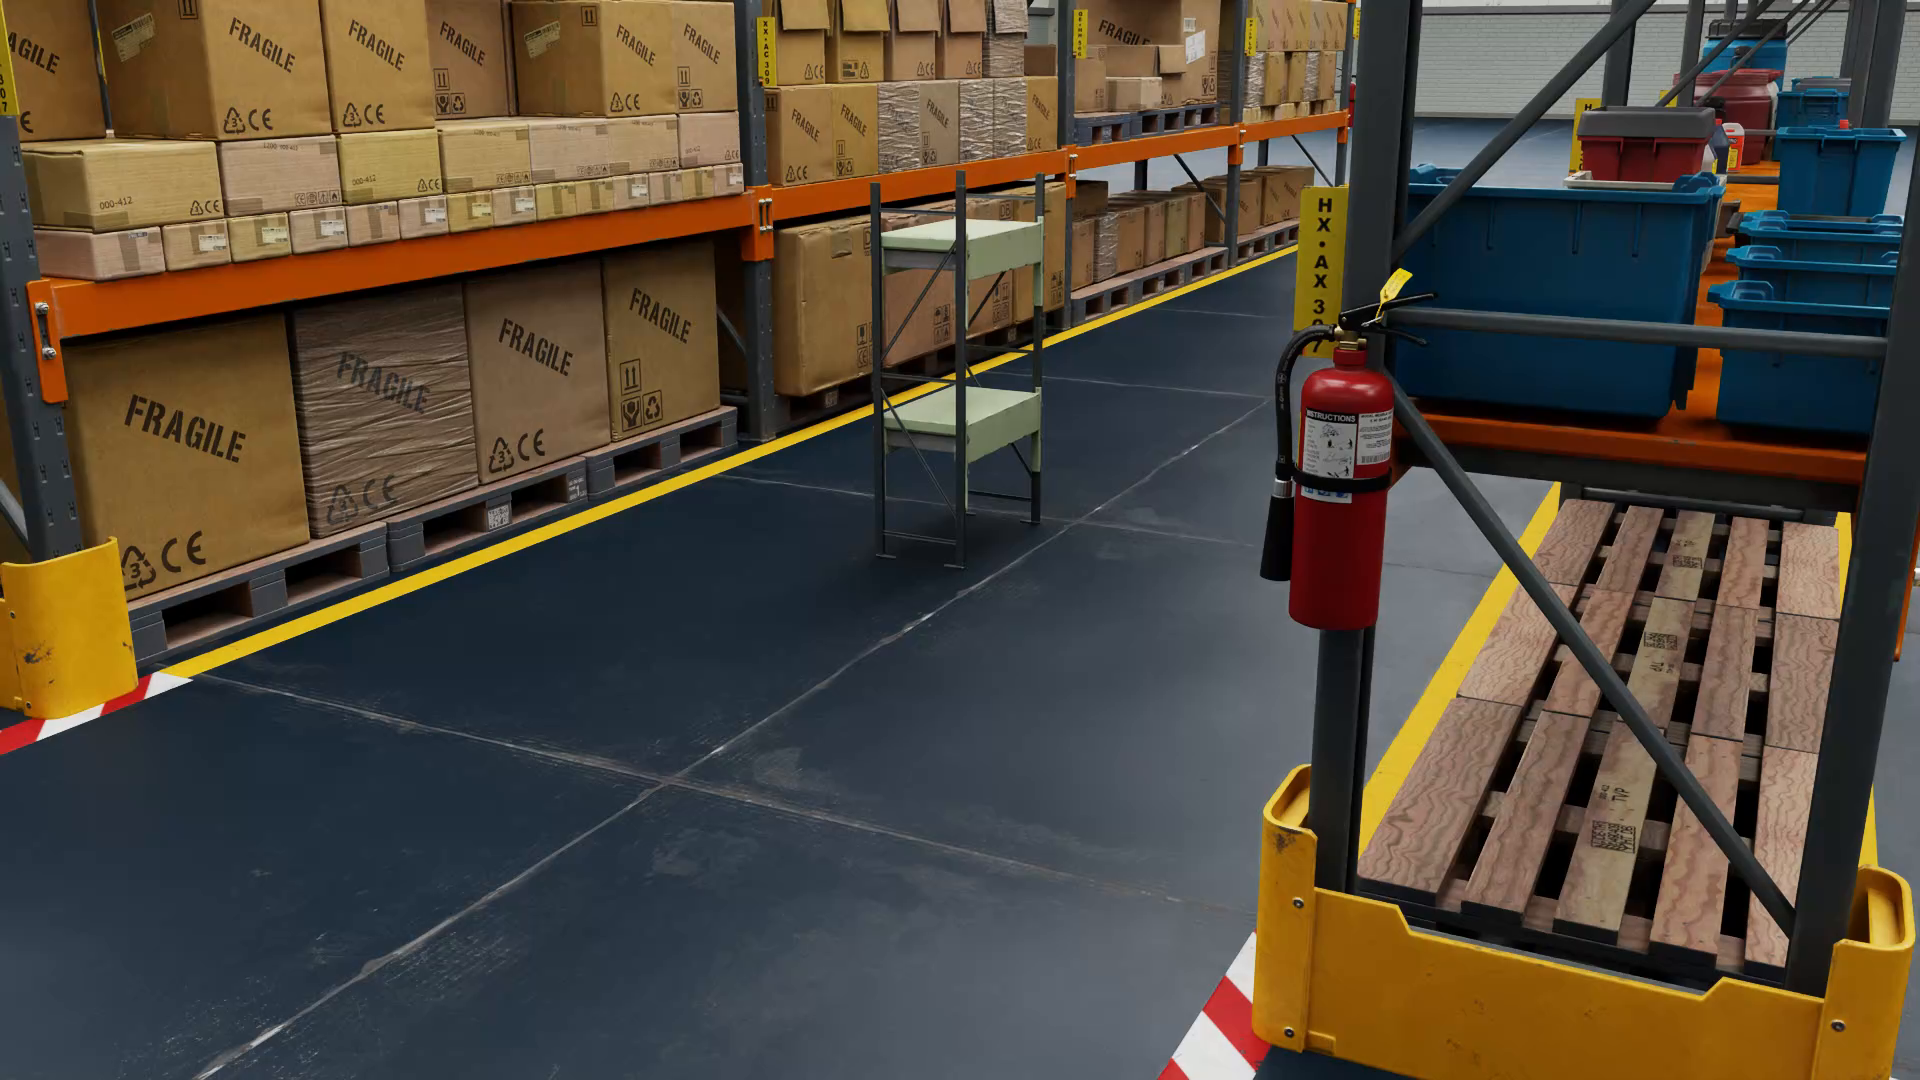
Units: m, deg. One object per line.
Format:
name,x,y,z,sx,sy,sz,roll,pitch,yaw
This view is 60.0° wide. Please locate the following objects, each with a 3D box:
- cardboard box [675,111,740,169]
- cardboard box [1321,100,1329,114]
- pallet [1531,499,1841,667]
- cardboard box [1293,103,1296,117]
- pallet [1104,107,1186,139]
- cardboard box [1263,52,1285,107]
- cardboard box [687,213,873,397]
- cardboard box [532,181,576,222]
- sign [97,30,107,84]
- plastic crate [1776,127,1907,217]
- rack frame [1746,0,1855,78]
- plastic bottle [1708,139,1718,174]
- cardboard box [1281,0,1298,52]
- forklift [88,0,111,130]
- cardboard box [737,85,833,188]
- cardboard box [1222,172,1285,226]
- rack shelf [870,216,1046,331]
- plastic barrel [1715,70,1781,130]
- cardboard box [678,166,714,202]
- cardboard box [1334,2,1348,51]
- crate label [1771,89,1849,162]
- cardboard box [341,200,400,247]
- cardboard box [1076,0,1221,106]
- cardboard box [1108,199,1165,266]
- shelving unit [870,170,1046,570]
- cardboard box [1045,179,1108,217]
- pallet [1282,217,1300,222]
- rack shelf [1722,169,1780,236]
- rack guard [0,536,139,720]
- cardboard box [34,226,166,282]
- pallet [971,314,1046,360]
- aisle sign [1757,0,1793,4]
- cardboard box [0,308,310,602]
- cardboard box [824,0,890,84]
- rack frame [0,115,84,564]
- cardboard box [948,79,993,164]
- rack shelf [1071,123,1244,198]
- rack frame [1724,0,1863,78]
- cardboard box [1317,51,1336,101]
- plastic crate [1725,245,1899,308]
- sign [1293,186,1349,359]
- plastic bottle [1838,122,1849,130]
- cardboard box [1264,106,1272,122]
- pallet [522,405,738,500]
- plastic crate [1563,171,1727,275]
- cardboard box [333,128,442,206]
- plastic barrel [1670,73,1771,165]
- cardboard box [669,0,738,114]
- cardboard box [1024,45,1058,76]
cardboard box,-1.411,-1.942,8.036,0.500,0.250,0.500,8,18,24
cardboard box,3.793,-4.721,18.091,0.380,0.149,0.250,8,18,25
pallet,2.689,0.142,6.176,1.003,0.211,1.213,8,18,25
cardboard box,3.221,-4.404,17.026,0.380,0.149,0.250,8,18,25
pallet,1.187,-3.454,13.721,1.003,0.211,1.213,8,18,25
cardboard box,2.638,-4.475,16.125,0.875,0.500,0.500,8,18,25
cardboard box,-1.180,-1.366,9.348,1.225,0.875,0.875,8,18,26
cardboard box,-1.865,-1.450,7.080,0.380,0.149,0.250,8,18,24
sign,-5.351,-3.022,10.410,0.100,0.325,0.005,8,18,25
plastic crate,3.079,-1.246,5.874,0.392,0.384,0.575,8,18,25
rack frame,8.345,-4.444,16.717,1.000,3.000,0.127,8,18,25
plastic bottle,3.312,-1.668,7.459,0.144,0.351,0.185,8,18,25
cardboard box,3.001,-5.062,16.345,0.500,0.500,0.500,8,18,25
forklift,-4.755,-1.897,8.263,1.130,2.935,3.031,-5,17,-16
cardboard box,-1.019,-2.151,8.821,0.500,0.500,0.500,8,18,26
cardboard box,3.087,-3.606,17.551,0.500,0.500,0.500,10,19,30
rack shelf,0.003,-1.095,6.705,0.431,0.370,0.720,8,18,25
plastic barrel,5.606,-3.087,11.912,0.433,0.535,0.433,0,17,0
cardboard box,-1.406,-1.712,7.961,0.380,0.149,0.250,8,19,26
cardboard box,3.889,-5.572,18.063,0.500,0.500,0.500,8,18,25
crate label,5.456,-2.642,10.588,0.502,0.435,0.616,8,18,25
cardboard box,-2.324,-1.188,6.199,0.380,0.149,0.250,8,18,24
cardboard box,1.646,-4.359,14.642,1.000,1.000,1.000,8,18,26
cardboard box,1.353,-2.652,14.304,0.700,0.500,0.500,6,18,21
shelving unit,0.003,-0.721,6.817,0.431,1.500,0.755,8,18,25
cardboard box,0.840,-2.719,13.212,0.500,0.250,0.500,11,20,32
pallet,3.485,-3.515,18.489,1.003,0.211,1.213,8,18,25
rack shelf,3.877,-1.552,8.244,1.077,0.370,4.000,8,18,25
rack guard,-3.246,0.206,5.453,1.175,0.500,0.348,8,18,25
cardboard box,-2.782,-0.926,5.317,0.380,0.149,0.250,8,18,26
pallet,-0.080,-1.508,11.732,1.003,0.211,1.213,8,18,25
aisle sign,8.115,-5.746,16.535,0.394,0.787,0.004,8,18,25
cardboard box,-3.021,-0.354,5.944,0.875,0.875,0.875,8,18,25
cardboard box,-0.853,-2.883,9.526,0.797,0.503,0.637,8,18,26
rack frame,-3.235,-0.998,5.118,1.000,3.000,0.127,8,18,25
cardboard box,-0.117,-2.668,10.563,0.500,0.500,0.500,7,18,24
rack shelf,1.233,-3.201,13.796,1.077,0.370,4.000,8,18,25
rack frame,6.558,-3.425,13.287,1.000,3.000,0.127,8,18,25
cardboard box,3.528,-4.985,17.842,0.875,0.500,0.500,8,18,25
plastic crate,1.895,-0.506,3.647,0.416,0.233,0.300,8,18,25
sign,0.696,-0.512,3.195,0.100,0.325,0.005,8,18,25
plastic bottle,4.210,-1.818,7.962,0.144,0.351,0.185,8,18,25
cardboard box,2.805,-4.145,16.154,0.380,0.149,0.250,8,18,25
pallet,-1.858,-0.497,8.326,1.003,0.211,1.213,8,18,25
plastic crate,2.136,-0.994,5.204,0.437,0.282,0.530,8,18,25
cardboard box,-2.325,-1.418,6.271,0.500,0.250,0.500,7,18,24
plastic barrel,4.707,-2.628,10.365,0.600,0.536,0.708,8,18,25
cardboard box,-1.414,-2.296,7.911,0.500,0.500,0.500,9,19,27
cardboard box,0.545,-3.428,12.385,0.500,0.500,0.500,6,17,19
